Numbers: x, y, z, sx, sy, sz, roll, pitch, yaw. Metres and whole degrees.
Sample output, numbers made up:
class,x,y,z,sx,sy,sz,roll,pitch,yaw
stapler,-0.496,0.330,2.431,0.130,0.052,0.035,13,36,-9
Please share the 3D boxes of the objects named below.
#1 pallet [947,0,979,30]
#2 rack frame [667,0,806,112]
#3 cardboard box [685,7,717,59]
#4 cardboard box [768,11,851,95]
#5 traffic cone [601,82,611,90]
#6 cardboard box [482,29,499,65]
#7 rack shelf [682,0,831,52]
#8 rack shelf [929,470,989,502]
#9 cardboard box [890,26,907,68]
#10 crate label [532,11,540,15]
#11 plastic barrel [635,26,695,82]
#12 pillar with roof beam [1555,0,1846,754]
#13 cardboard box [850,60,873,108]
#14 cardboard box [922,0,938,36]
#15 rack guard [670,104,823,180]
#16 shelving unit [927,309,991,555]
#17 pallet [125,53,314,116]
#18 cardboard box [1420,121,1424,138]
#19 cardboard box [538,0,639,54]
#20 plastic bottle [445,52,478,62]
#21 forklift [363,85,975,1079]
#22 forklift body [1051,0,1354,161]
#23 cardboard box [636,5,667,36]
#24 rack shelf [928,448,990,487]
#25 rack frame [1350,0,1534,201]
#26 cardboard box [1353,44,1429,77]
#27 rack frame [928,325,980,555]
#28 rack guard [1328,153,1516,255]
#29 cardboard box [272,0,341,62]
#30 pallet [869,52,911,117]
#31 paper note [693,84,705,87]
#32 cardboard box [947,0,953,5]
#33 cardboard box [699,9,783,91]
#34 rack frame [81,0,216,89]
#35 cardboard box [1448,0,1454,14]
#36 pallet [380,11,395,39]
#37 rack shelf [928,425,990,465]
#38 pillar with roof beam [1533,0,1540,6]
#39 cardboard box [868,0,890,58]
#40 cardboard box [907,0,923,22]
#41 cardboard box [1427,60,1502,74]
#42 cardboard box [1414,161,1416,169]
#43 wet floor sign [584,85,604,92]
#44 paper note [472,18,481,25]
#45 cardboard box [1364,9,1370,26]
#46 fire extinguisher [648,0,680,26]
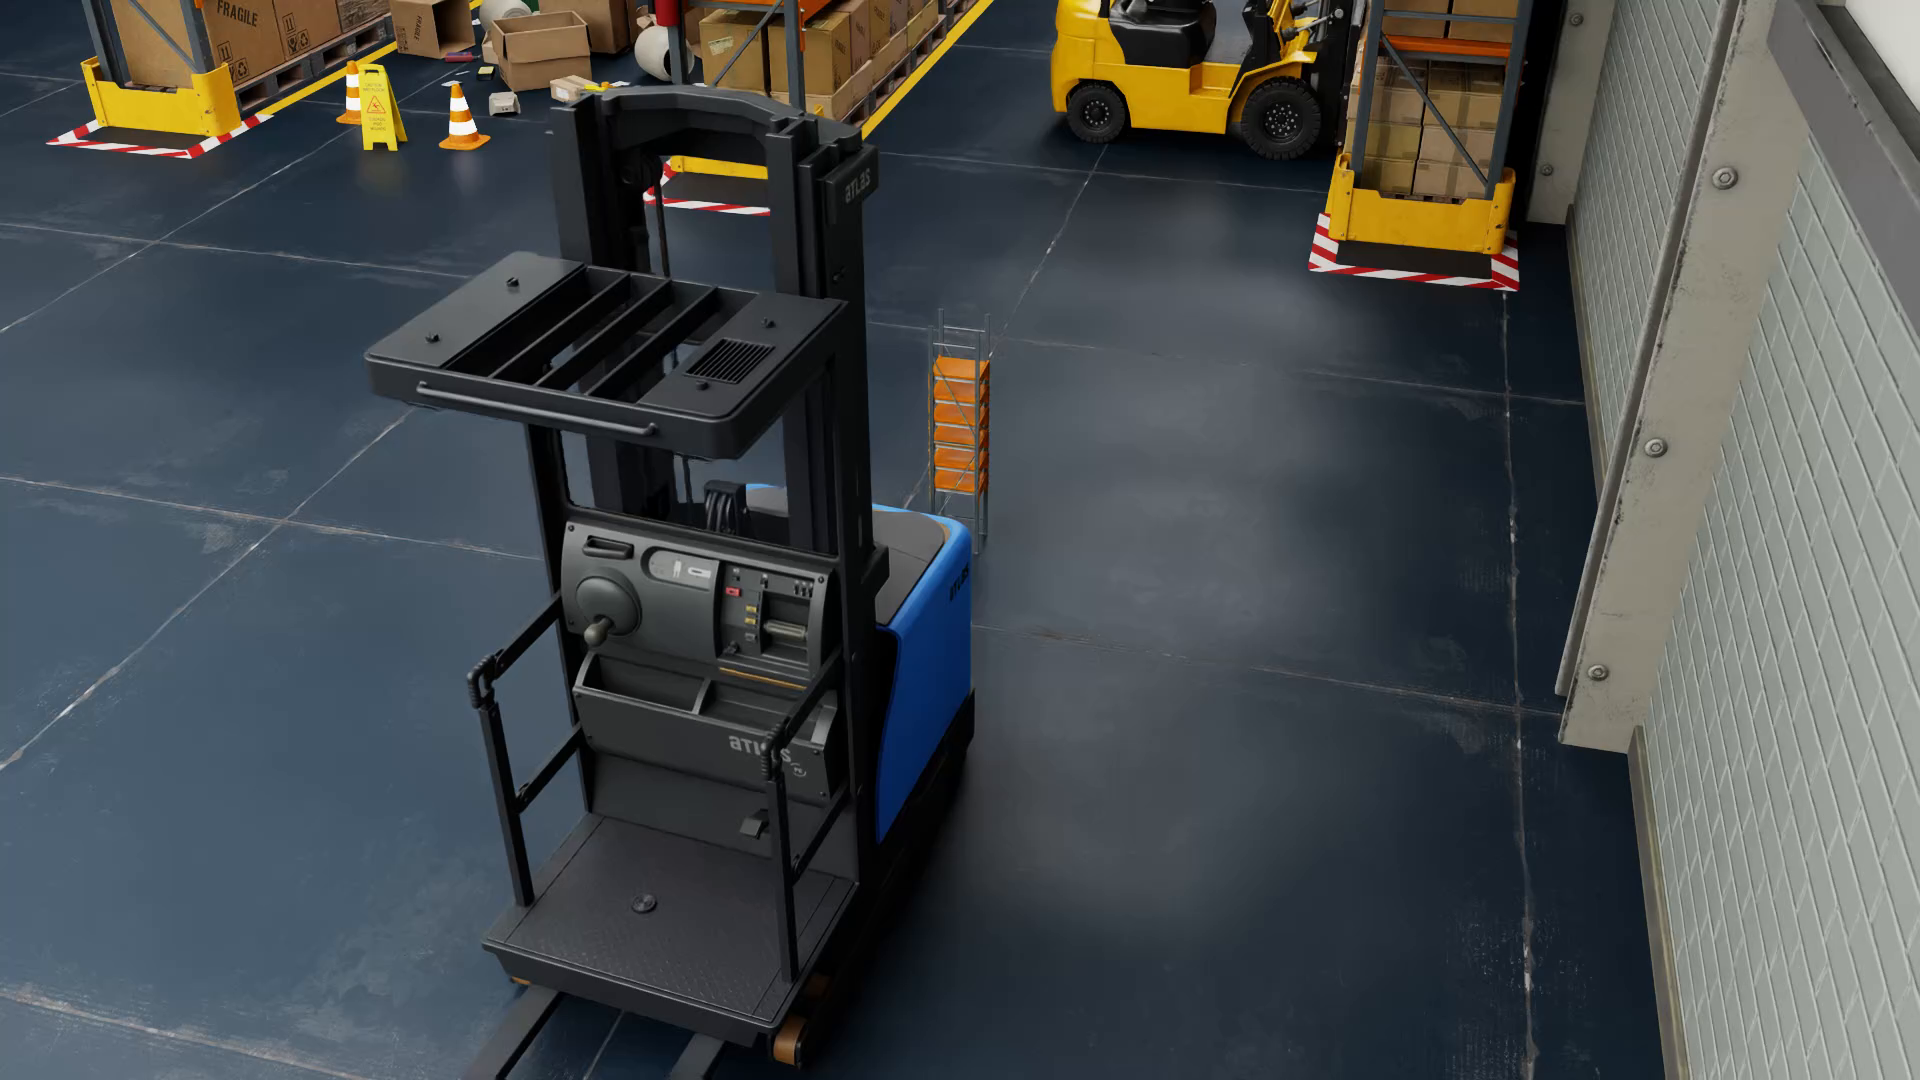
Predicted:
class,x,y,z,sx,sy,sz,roll,pitch,yaw
pallet,-0.425,-5.355,16.477,1.003,0.211,1.213,8,33,12
rack frame,-1.636,-4.052,11.828,1.000,3.000,0.127,8,33,12
cardboard box,-2.209,-4.703,15.180,0.500,0.500,0.500,-21,38,-29
cardboard box,-1.159,-3.779,12.871,0.500,0.500,0.500,7,33,11
traffic cone,-2.775,-3.380,13.136,0.336,0.463,0.334,8,33,12
cardboard box,-4.090,-4.453,15.007,0.396,0.266,0.258,14,35,21
rack shelf,-1.129,-4.787,13.654,1.077,0.370,4.000,8,33,12
rack shelf,-0.004,-0.259,8.069,0.258,0.103,0.180,8,33,12
cardboard box,-0.770,-4.261,14.327,0.500,0.250,0.500,9,33,13
crate label,-4.055,-4.976,15.950,0.298,0.136,0.250,-14,35,-21
plastic barrel,-2.577,-4.243,14.530,0.421,0.421,0.512,-21,38,-29
pillar with roof beam,-1.472,-3.621,5.559,9.100,9.000,0.400,8,33,12
cardboard box,-1.027,-3.714,13.468,0.500,0.250,0.500,9,34,14
cardboard box,-0.511,-4.801,15.178,0.500,0.250,0.500,10,34,15
rack guard,-1.617,-3.037,12.561,1.175,0.500,0.348,8,33,12
shelving unit,-0.004,-0.499,7.916,0.258,1.200,0.189,8,33,12
pallet,-6.323,-3.923,14.224,1.003,0.211,1.213,8,33,12
cardboard box,3.602,-3.084,12.010,0.500,0.250,0.500,8,33,12
cardboard box,-3.410,-4.799,15.203,0.797,0.637,0.503,8,33,12
plastic bottle,-4.515,-4.381,15.085,0.283,0.061,0.133,-3,33,-4
forklift,-0.921,0.251,5.123,1.130,2.935,3.031,11,34,17
forklift body,1.882,-4.253,12.935,2.313,2.155,1.214,8,33,12
cardboard box,-2.904,-4.844,15.622,0.258,0.266,0.396,-14,35,-21
rack shelf,-0.004,-0.360,8.005,0.258,0.103,0.180,8,33,12
rack frame,3.166,-3.378,10.768,1.000,3.000,0.127,8,33,12
cardboard box,3.105,-3.364,11.986,0.500,0.250,0.500,9,33,13
rack frame,-0.027,-0.451,7.842,0.240,1.200,0.006,8,33,12
rack guard,3.160,-2.311,11.419,1.175,0.500,0.348,8,33,12
cardboard box,-6.121,-4.772,14.550,0.875,0.875,0.875,8,33,12
pallet,-1.065,-3.963,14.287,1.003,0.211,1.213,8,33,12
paper note,-2.249,-3.945,14.427,0.142,0.019,0.148,-3,33,-4
cardboard box,-0.491,-5.469,16.114,0.950,0.372,0.625,8,33,13
cardboard box,-1.685,-3.837,12.962,0.500,0.500,0.500,8,33,13
rack frame,-6.450,-4.674,12.806,1.000,3.000,0.127,8,33,12
cardboard box,3.671,-3.913,11.516,0.500,0.500,0.500,9,34,14
pallet,-5.704,-5.189,16.215,1.003,0.211,1.213,8,33,12
rack shelf,-0.004,-0.461,7.940,0.258,0.103,0.180,8,33,12
pillar with roof beam,1.573,-9.848,15.354,9.100,9.000,0.400,8,33,12
cardboard box,-0.895,-4.310,13.706,0.500,0.500,0.500,9,33,13
cardboard box,-0.639,-4.854,14.561,0.500,0.500,0.500,9,33,13
cardboard box,3.594,-3.301,11.886,0.500,0.250,0.500,8,33,12
cardboard box,3.115,-2.939,12.248,0.500,0.250,0.500,8,33,12
wet floor sign,-2.720,-3.106,12.534,0.267,0.644,0.232,20,38,29
paper note,-4.730,-5.025,16.125,0.147,0.020,0.142,-14,35,-21
cardboard box,3.359,-3.890,12.812,0.500,0.250,0.500,7,33,11
fire extinguisher,-2.111,-4.023,11.854,0.296,0.674,0.183,8,33,12
